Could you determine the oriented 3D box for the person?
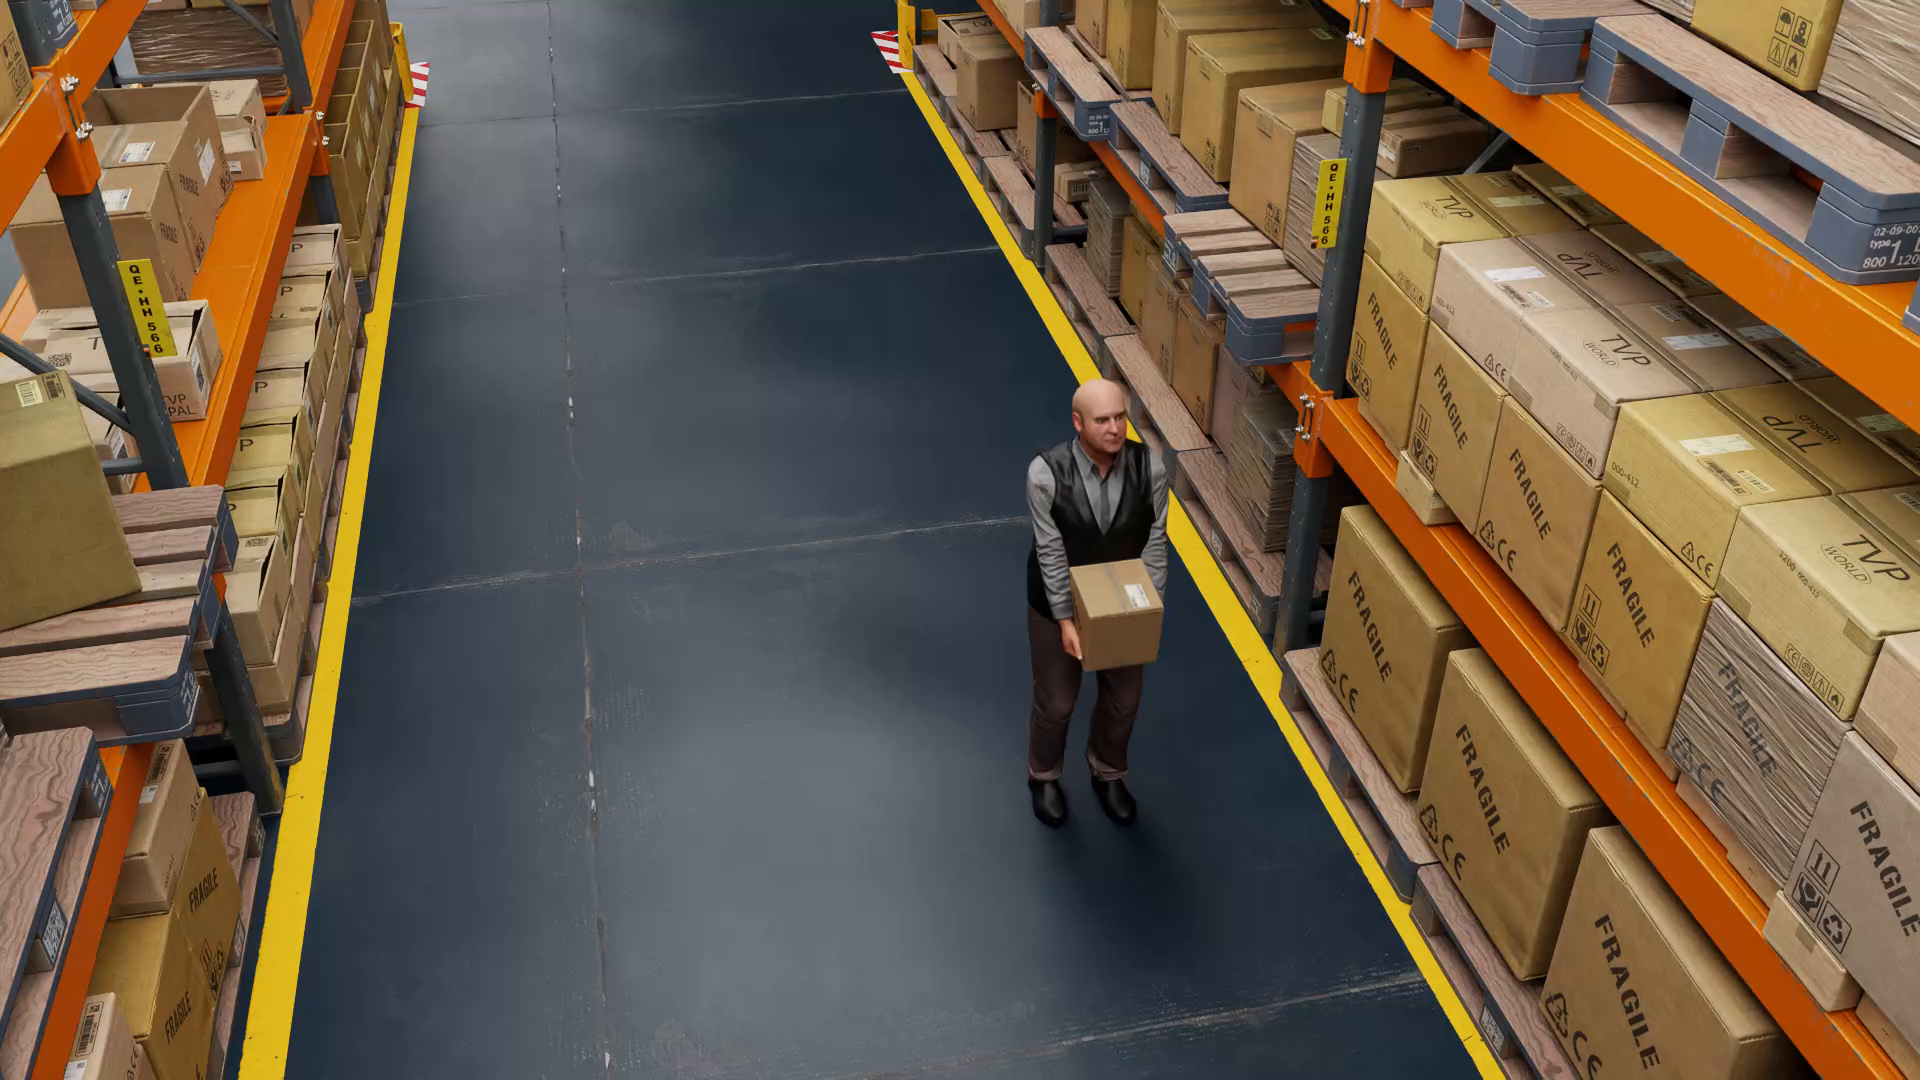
[{"bbox_3d":[0.475,0.313,5.845,0.494,1.450,0.448,-7,35,-10],"label":"person"}]
